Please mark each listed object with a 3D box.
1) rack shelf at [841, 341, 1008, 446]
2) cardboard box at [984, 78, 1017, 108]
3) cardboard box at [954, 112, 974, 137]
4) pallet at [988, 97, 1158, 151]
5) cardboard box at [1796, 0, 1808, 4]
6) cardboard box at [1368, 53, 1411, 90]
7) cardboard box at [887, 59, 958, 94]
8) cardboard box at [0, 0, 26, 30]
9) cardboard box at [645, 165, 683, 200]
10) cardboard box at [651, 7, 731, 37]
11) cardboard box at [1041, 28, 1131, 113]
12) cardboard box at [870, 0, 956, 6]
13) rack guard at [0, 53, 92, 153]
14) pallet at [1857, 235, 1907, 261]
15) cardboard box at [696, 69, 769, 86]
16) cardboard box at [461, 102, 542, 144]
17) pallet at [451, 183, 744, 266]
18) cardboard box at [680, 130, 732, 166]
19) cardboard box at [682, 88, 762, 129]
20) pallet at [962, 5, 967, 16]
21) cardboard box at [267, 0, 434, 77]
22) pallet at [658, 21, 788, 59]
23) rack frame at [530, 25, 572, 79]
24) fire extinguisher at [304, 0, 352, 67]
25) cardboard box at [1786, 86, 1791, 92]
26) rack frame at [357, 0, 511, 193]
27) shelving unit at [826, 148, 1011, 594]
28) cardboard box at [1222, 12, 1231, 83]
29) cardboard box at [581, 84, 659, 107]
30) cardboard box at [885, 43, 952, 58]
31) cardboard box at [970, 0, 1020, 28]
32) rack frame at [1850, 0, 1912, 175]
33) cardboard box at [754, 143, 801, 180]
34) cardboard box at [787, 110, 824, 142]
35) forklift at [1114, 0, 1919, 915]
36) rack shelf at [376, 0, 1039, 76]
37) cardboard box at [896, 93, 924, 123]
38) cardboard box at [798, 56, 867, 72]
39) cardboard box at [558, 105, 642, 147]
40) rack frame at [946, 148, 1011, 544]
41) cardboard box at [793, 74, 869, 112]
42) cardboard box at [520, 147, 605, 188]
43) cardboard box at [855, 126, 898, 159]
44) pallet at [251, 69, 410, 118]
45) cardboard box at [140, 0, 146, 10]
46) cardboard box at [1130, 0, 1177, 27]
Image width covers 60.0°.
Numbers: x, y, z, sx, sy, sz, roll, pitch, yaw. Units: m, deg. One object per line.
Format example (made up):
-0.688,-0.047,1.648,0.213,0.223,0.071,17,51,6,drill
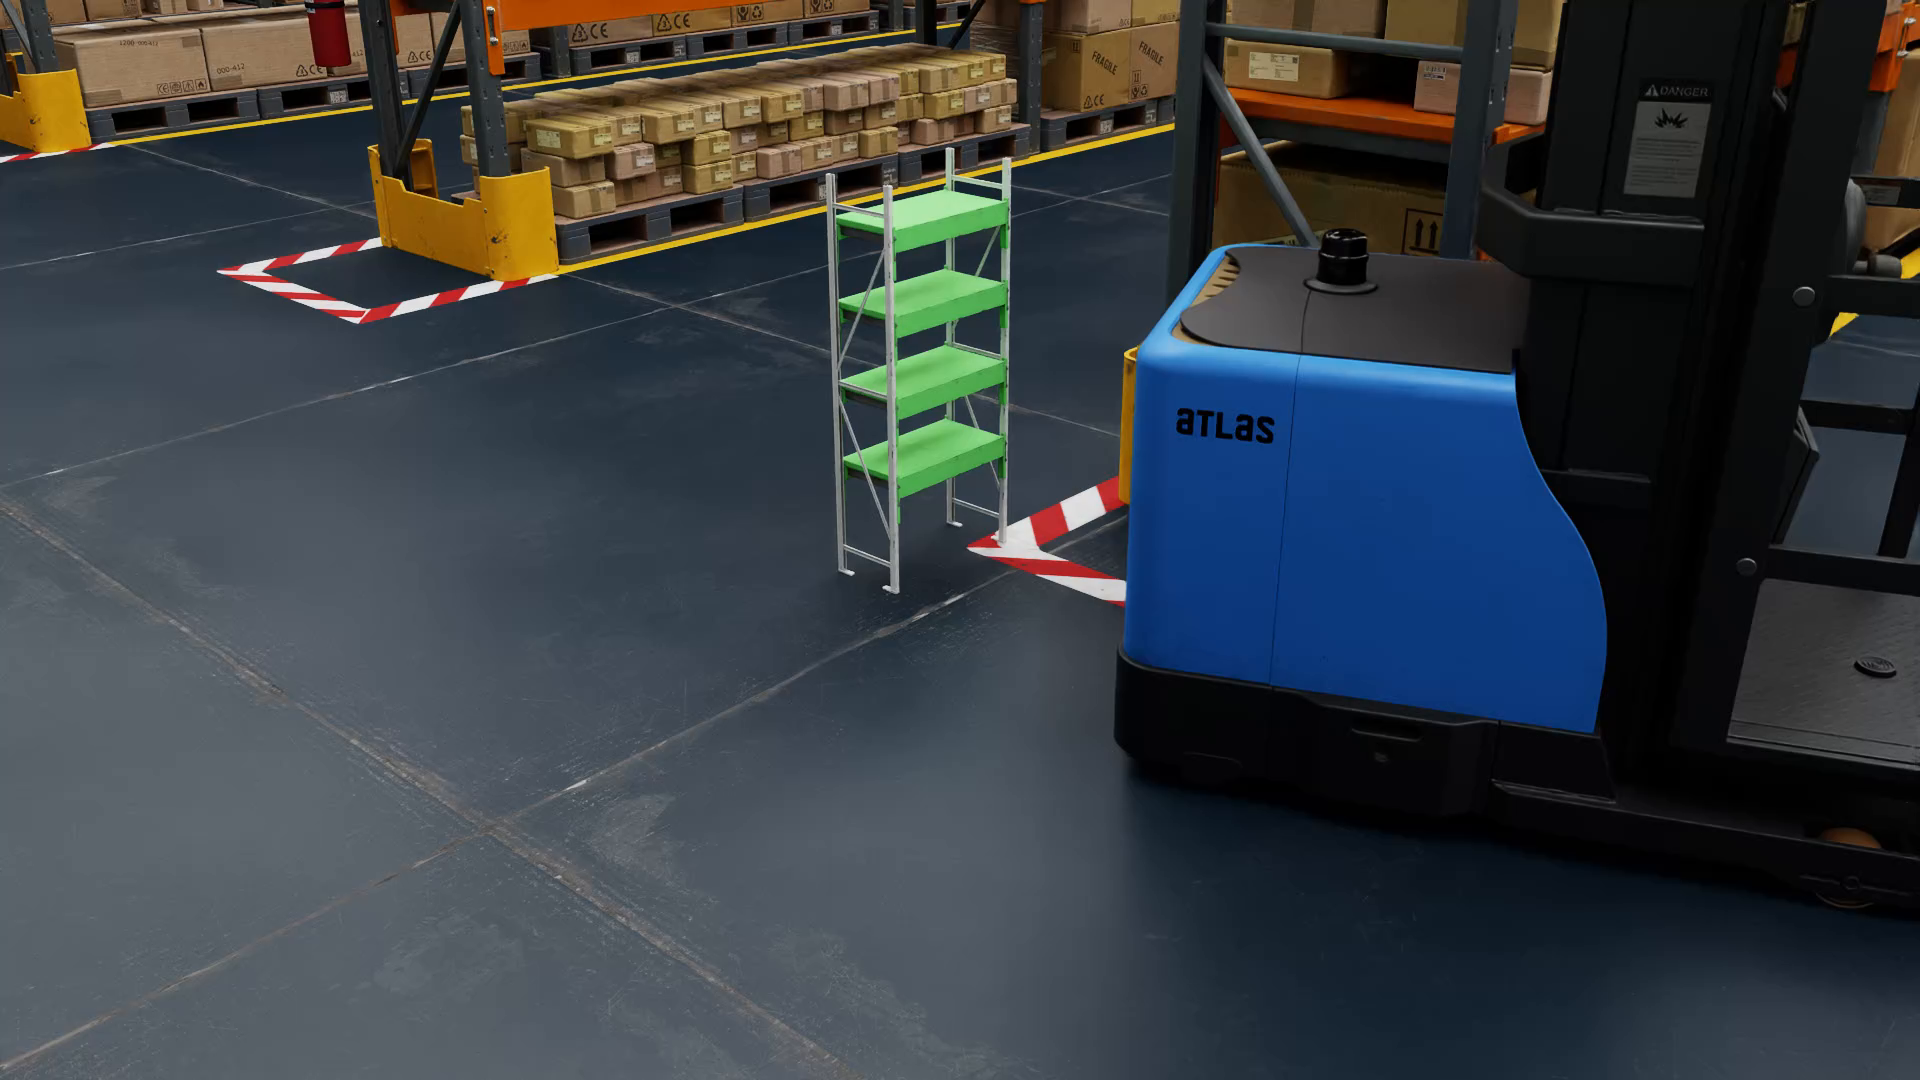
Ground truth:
-0.111,-0.439,4.918,0.258,0.148,0.480,20,31,38,rack shelf
0.138,-2.855,10.558,0.380,0.149,0.250,21,32,39,cardboard box
-0.132,-2.633,10.427,0.380,0.149,0.250,21,32,39,cardboard box
0.630,-2.976,11.630,1.003,0.211,1.213,20,31,38,pallet
2.954,-2.173,6.250,0.500,0.250,0.500,21,32,39,cardboard box
1.233,-1.571,5.394,0.380,0.149,0.250,21,31,38,cardboard box
-0.234,-2.827,10.134,0.380,0.149,0.250,20,31,37,cardboard box
-8.933,-4.929,15.118,0.700,0.500,0.500,22,32,40,cardboard box
-1.696,-1.935,8.870,0.380,0.149,0.250,21,31,38,cardboard box
-2.691,-5.042,14.913,0.875,0.875,0.875,21,32,39,cardboard box
0.802,-3.215,11.296,0.500,0.500,0.500,22,32,39,cardboard box
-0.588,-5.713,17.023,0.950,0.372,0.625,18,30,34,cardboard box
-6.328,-2.965,11.252,1.175,0.500,0.348,20,31,38,rack guard
4.196,-1.609,8.581,1.003,0.211,1.213,20,31,38,pallet
-1.335,-2.656,9.751,0.380,0.149,0.250,20,31,38,cardboard box
-2.394,-2.185,8.701,0.380,0.149,0.250,21,31,38,cardboard box
-1.939,-1.781,8.964,1.003,0.211,1.213,20,31,38,pallet
-1.443,-2.124,8.928,0.380,0.149,0.250,21,32,39,cardboard box
-1.302,-2.360,9.092,0.380,0.149,0.250,22,32,39,cardboard box
0.364,-5.886,18.119,1.003,0.211,1.213,20,31,38,pallet
-4.738,-3.919,12.944,0.875,0.438,0.875,19,30,36,cardboard box
-2.369,-4.689,15.449,1.003,0.211,1.213,20,31,38,pallet
-3.642,-5.332,13.475,1.000,3.000,0.127,20,31,38,rack frame
-3.070,-2.636,8.013,0.296,0.674,0.183,20,31,38,fire extinguisher
3.237,-1.669,7.389,0.875,0.875,0.875,20,31,38,cardboard box
-2.558,-2.792,7.811,1.000,3.000,0.127,20,31,38,rack frame
-0.111,-0.497,4.892,0.258,1.200,0.503,20,31,38,shelving unit
1.846,-3.686,12.347,0.500,0.500,0.500,18,30,35,cardboard box
-1.885,-2.421,9.228,0.380,0.149,0.250,19,30,36,cardboard box
-0.273,-3.125,10.797,0.380,0.149,0.250,22,32,40,cardboard box
0.420,-3.700,11.462,0.500,0.250,0.500,19,30,36,cardboard box
3.738,-2.626,7.440,1.000,3.000,0.127,20,31,38,rack frame
-1.113,-2.139,9.325,0.380,0.149,0.250,18,30,35,cardboard box
-0.999,-2.404,9.553,0.380,0.149,0.250,22,32,40,cardboard box
1.946,-0.778,3.404,3.031,2.935,1.130,8,25,16,forklift
-1.223,-3.073,9.318,1.077,0.370,4.000,20,31,38,rack shelf
-0.440,-2.633,10.063,0.380,0.149,0.250,20,31,38,cardboard box
-0.790,-2.881,10.253,0.380,0.149,0.250,19,30,36,cardboard box
-1.861,-2.138,8.597,0.380,0.149,0.250,21,31,38,cardboard box
0.052,-0.571,5.058,0.240,1.200,0.015,20,31,38,rack frame
-0.748,-2.576,9.574,0.380,0.149,0.250,19,30,36,cardboard box
-2.017,-1.908,8.448,0.380,0.149,0.250,22,32,40,cardboard box
-0.587,-2.374,9.849,0.380,0.149,0.250,20,31,37,cardboard box
-5.022,-3.476,12.744,1.003,0.211,1.213,20,31,38,pallet
-8.248,-5.308,16.393,0.380,0.149,0.250,20,31,37,cardboard box
1.155,-3.720,11.506,0.500,0.250,0.500,21,32,39,cardboard box
